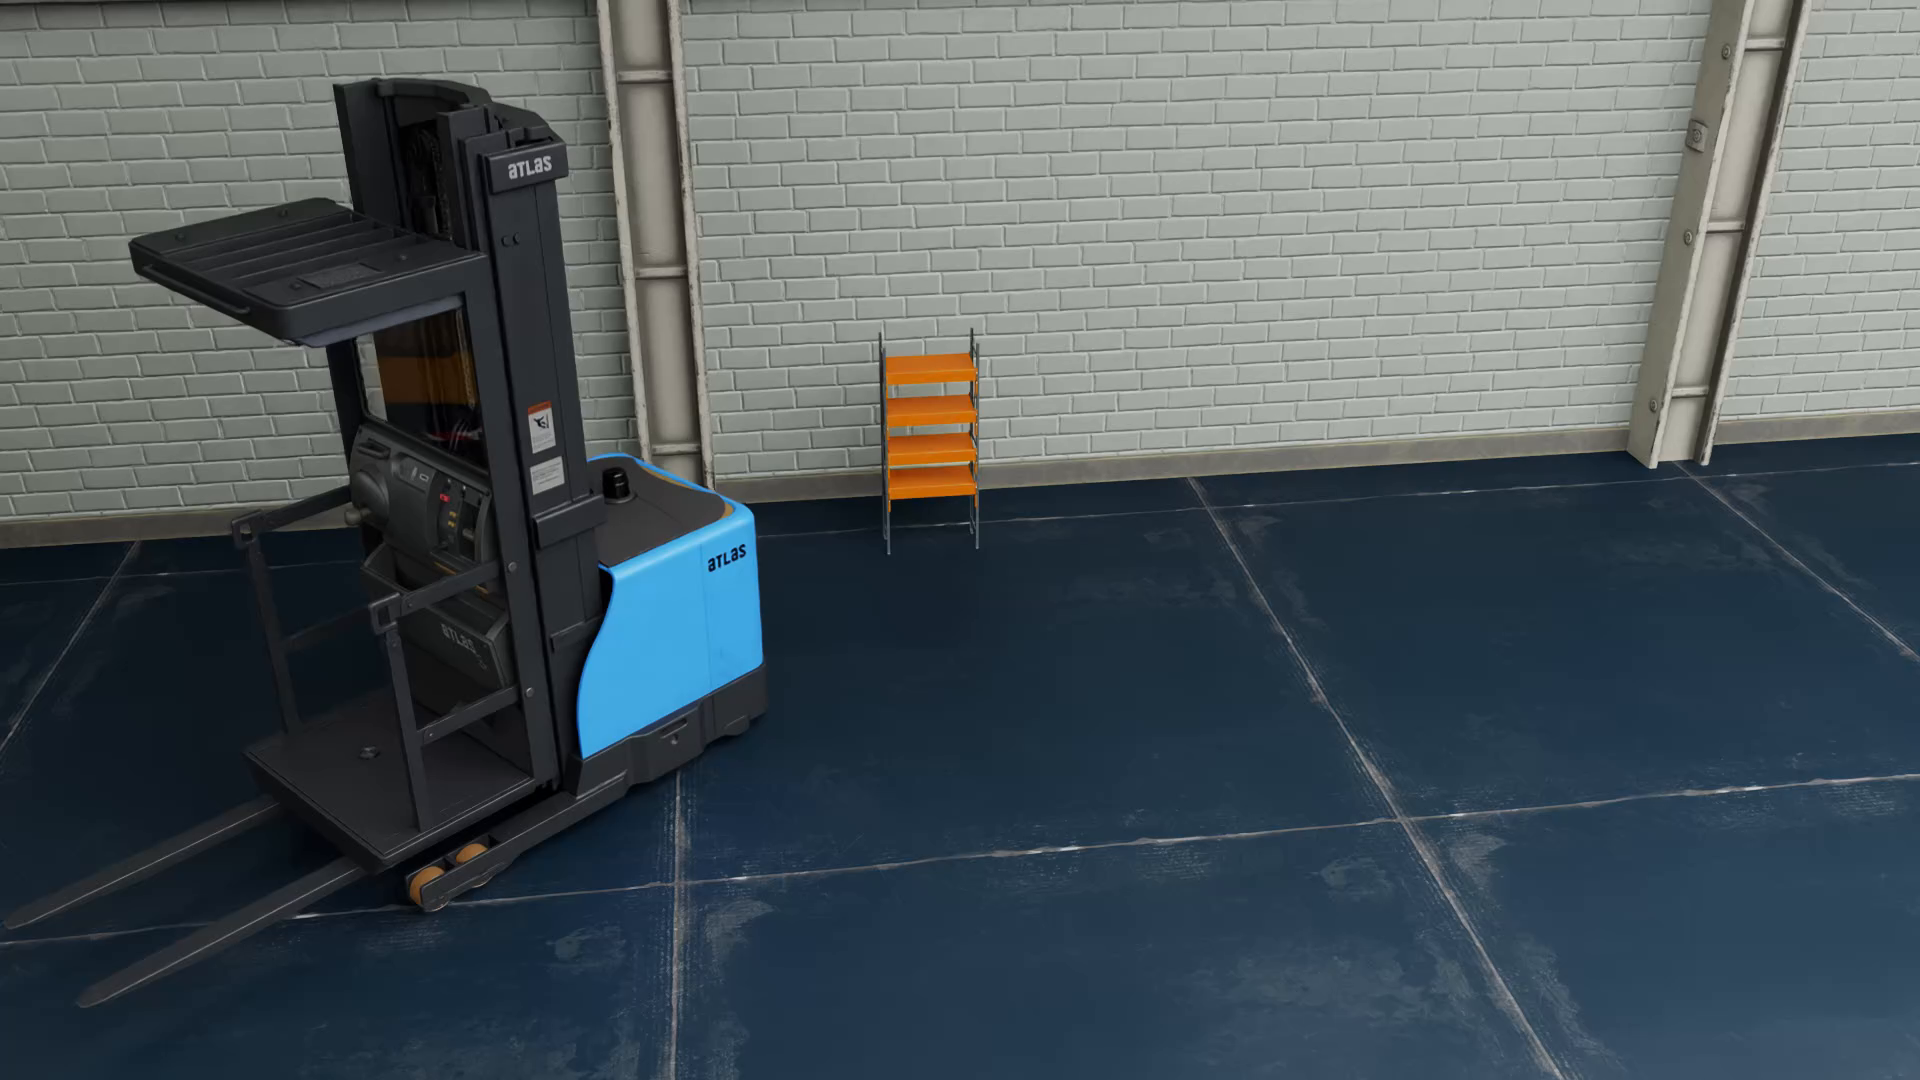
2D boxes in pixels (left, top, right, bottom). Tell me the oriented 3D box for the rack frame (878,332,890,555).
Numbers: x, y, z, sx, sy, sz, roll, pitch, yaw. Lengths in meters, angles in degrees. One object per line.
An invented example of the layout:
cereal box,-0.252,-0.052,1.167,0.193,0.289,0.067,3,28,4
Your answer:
rack frame,-0.406,-0.508,8.925,0.015,1.200,0.240,-4,27,-7

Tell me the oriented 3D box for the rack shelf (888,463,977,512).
rack shelf,-0.164,-0.287,9.077,0.480,0.148,0.258,-4,27,-7

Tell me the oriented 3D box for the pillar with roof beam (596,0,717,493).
pillar with roof beam,-0.987,-2.193,3.666,0.400,9.000,9.100,-4,27,-7

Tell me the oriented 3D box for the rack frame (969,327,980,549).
rack frame,0.078,-0.539,8.986,0.015,1.200,0.240,-4,27,-7

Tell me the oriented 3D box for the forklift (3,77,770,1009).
forklift,-2.228,-0.128,6.290,1.130,2.935,3.031,22,35,36

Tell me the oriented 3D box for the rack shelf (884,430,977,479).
rack shelf,-0.164,-0.463,8.986,0.480,0.148,0.258,-4,27,-7

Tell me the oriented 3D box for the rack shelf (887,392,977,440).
rack shelf,-0.164,-0.662,8.884,0.480,0.148,0.258,-4,27,-7

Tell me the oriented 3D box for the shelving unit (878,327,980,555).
shelving unit,-0.164,-0.523,8.956,0.503,1.200,0.258,-4,27,-7

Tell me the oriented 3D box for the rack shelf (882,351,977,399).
rack shelf,-0.164,-0.873,8.776,0.480,0.148,0.258,-4,27,-7

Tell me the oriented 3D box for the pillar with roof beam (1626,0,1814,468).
pillar with roof beam,4.955,-2.574,4.410,0.400,9.000,9.100,-4,27,-7
